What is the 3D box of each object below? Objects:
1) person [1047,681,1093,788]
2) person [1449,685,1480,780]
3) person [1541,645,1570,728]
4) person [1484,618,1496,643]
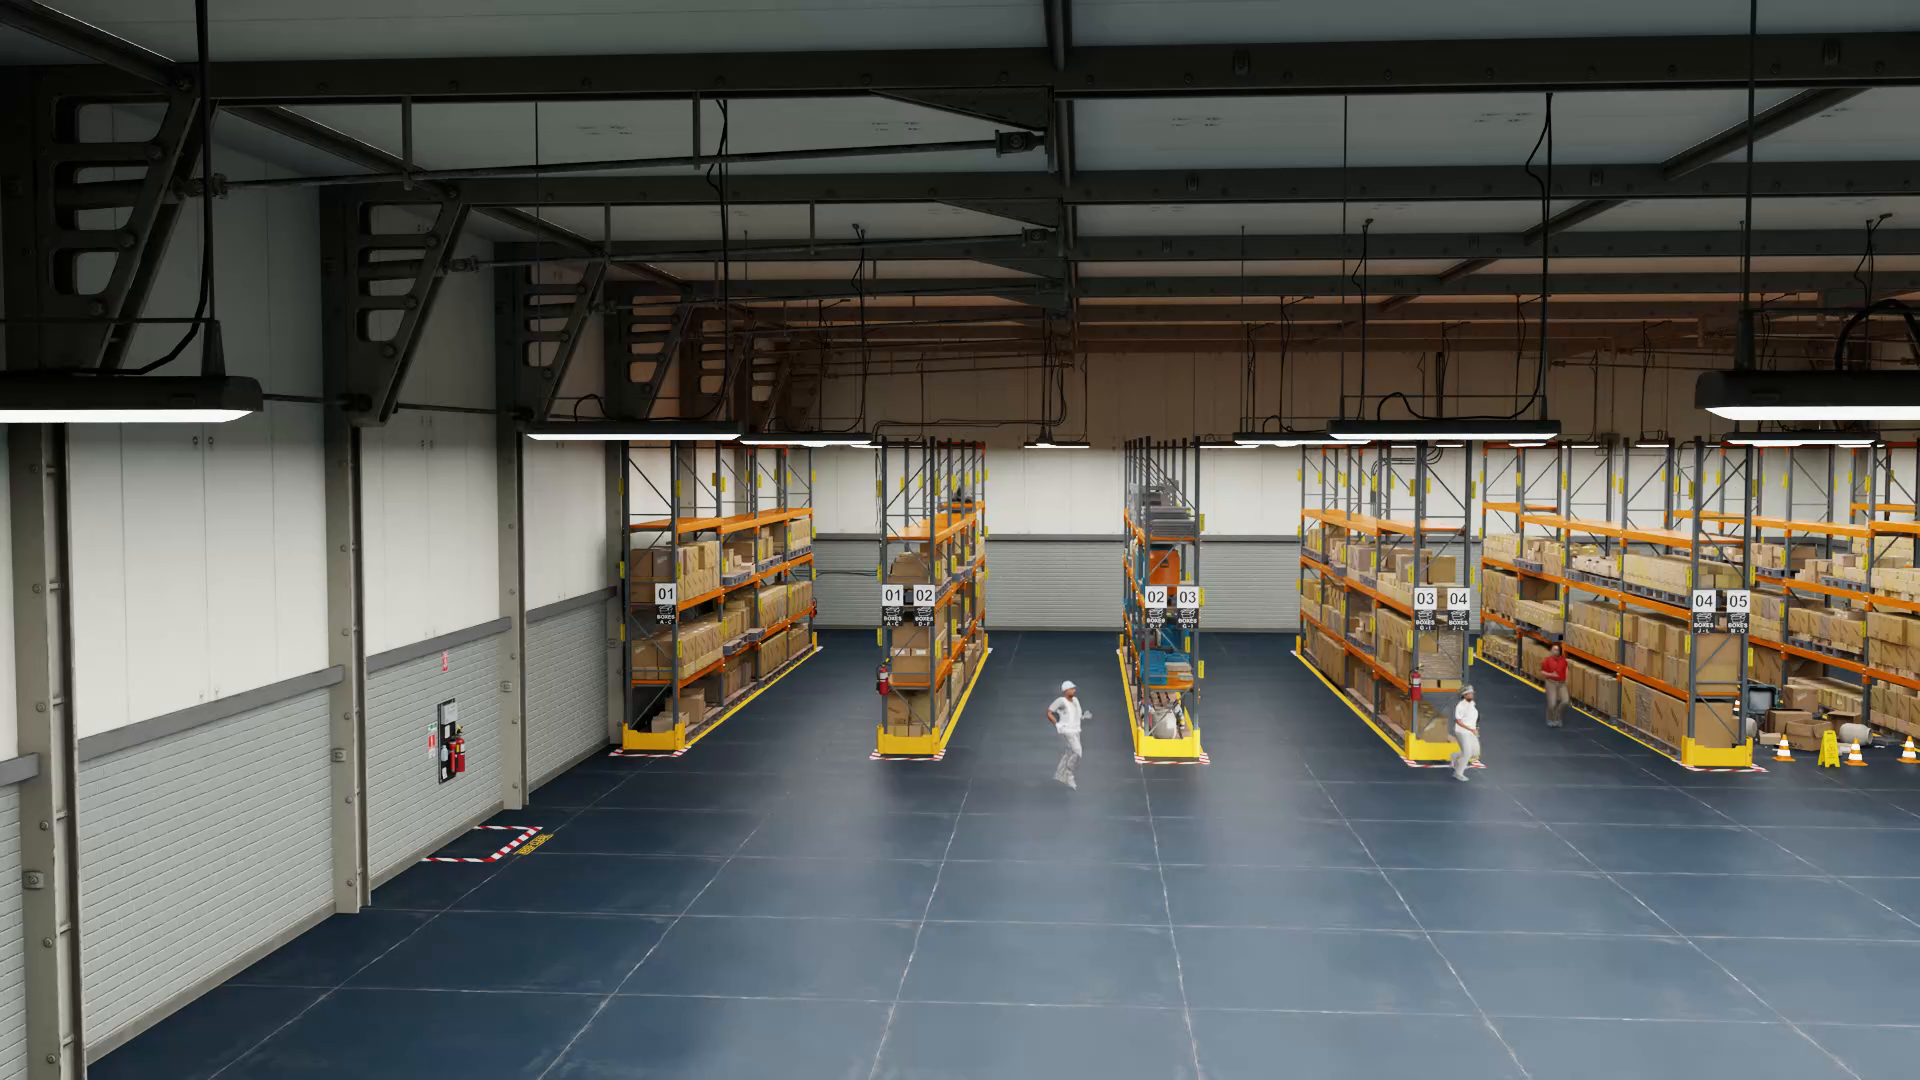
[{"bbox_3d":[1.901,3.320,28.378,0.693,1.820,0.657,2,4,31],"label":"person"},{"bbox_3d":[8.835,3.354,29.004,0.604,1.669,0.608,-3,4,-41],"label":"person"},{"bbox_3d":[12.342,3.039,34.351,0.646,1.726,0.639,0,3,-4],"label":"person"},{"bbox_3d":[15.202,2.402,47.496,0.678,1.558,0.574,0,3,2],"label":"person"}]
